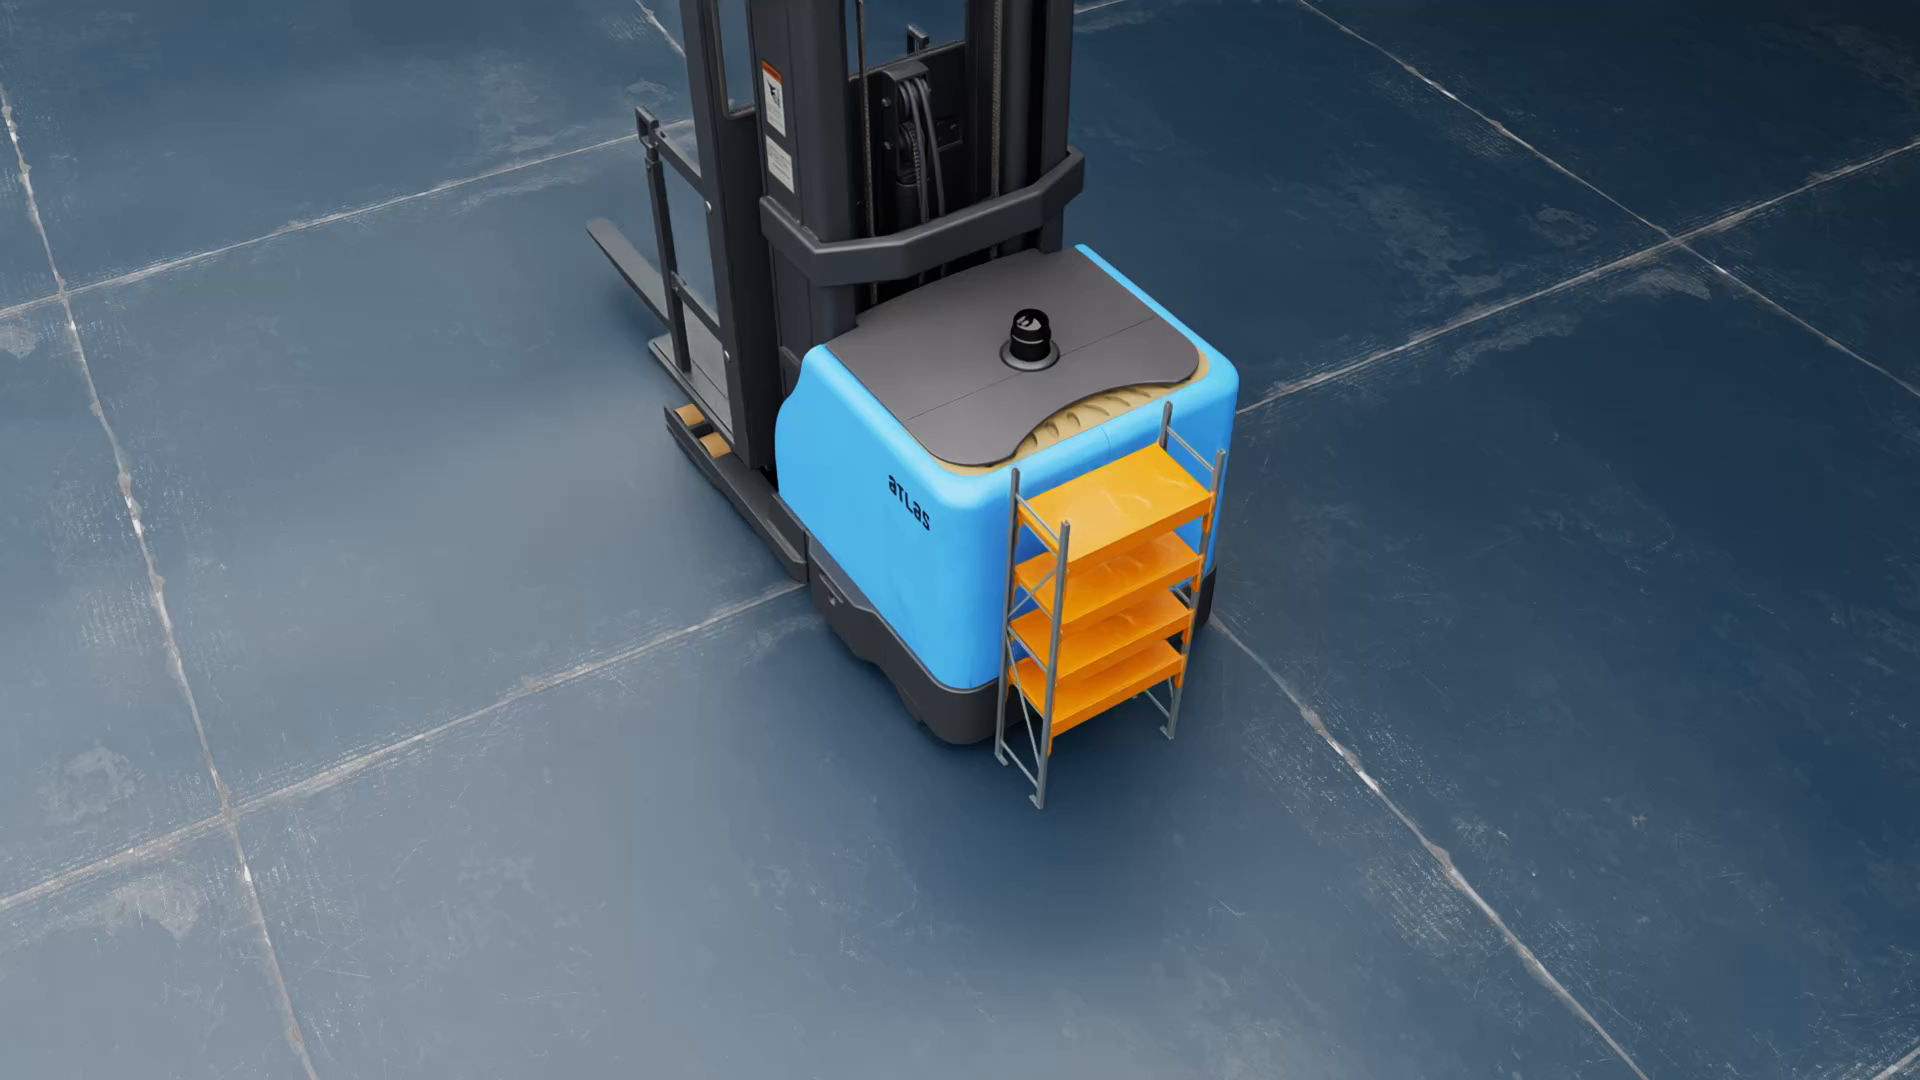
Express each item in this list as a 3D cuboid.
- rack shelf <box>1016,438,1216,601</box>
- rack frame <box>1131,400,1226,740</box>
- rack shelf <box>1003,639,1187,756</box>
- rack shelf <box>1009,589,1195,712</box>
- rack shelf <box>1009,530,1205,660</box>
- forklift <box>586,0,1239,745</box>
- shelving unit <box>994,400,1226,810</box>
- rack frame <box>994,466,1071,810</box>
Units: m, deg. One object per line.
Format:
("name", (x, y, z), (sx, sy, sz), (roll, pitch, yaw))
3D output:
("rack shelf", (0.401, -0.059, 4.378), (0.480, 0.148, 0.258), (-24, 51, -23))
("rack frame", (0.599, 0.122, 4.755), (0.015, 1.200, 0.240), (-24, 51, -23))
("rack shelf", (0.388, 0.399, 4.852), (0.480, 0.148, 0.258), (-24, 51, -23))
("rack shelf", (0.392, 0.261, 4.709), (0.480, 0.148, 0.258), (-24, 51, -23))
("rack shelf", (0.397, 0.106, 4.548), (0.480, 0.148, 0.258), (-24, 51, -23))
("forklift", (-0.415, -1.436, 5.125), (1.130, 2.935, 3.031), (-25, 49, -23))
("shelving unit", (0.393, 0.214, 4.661), (0.503, 1.200, 0.258), (-24, 51, -23))
("rack frame", (0.188, 0.306, 4.566), (0.015, 1.200, 0.240), (-24, 51, -23))
